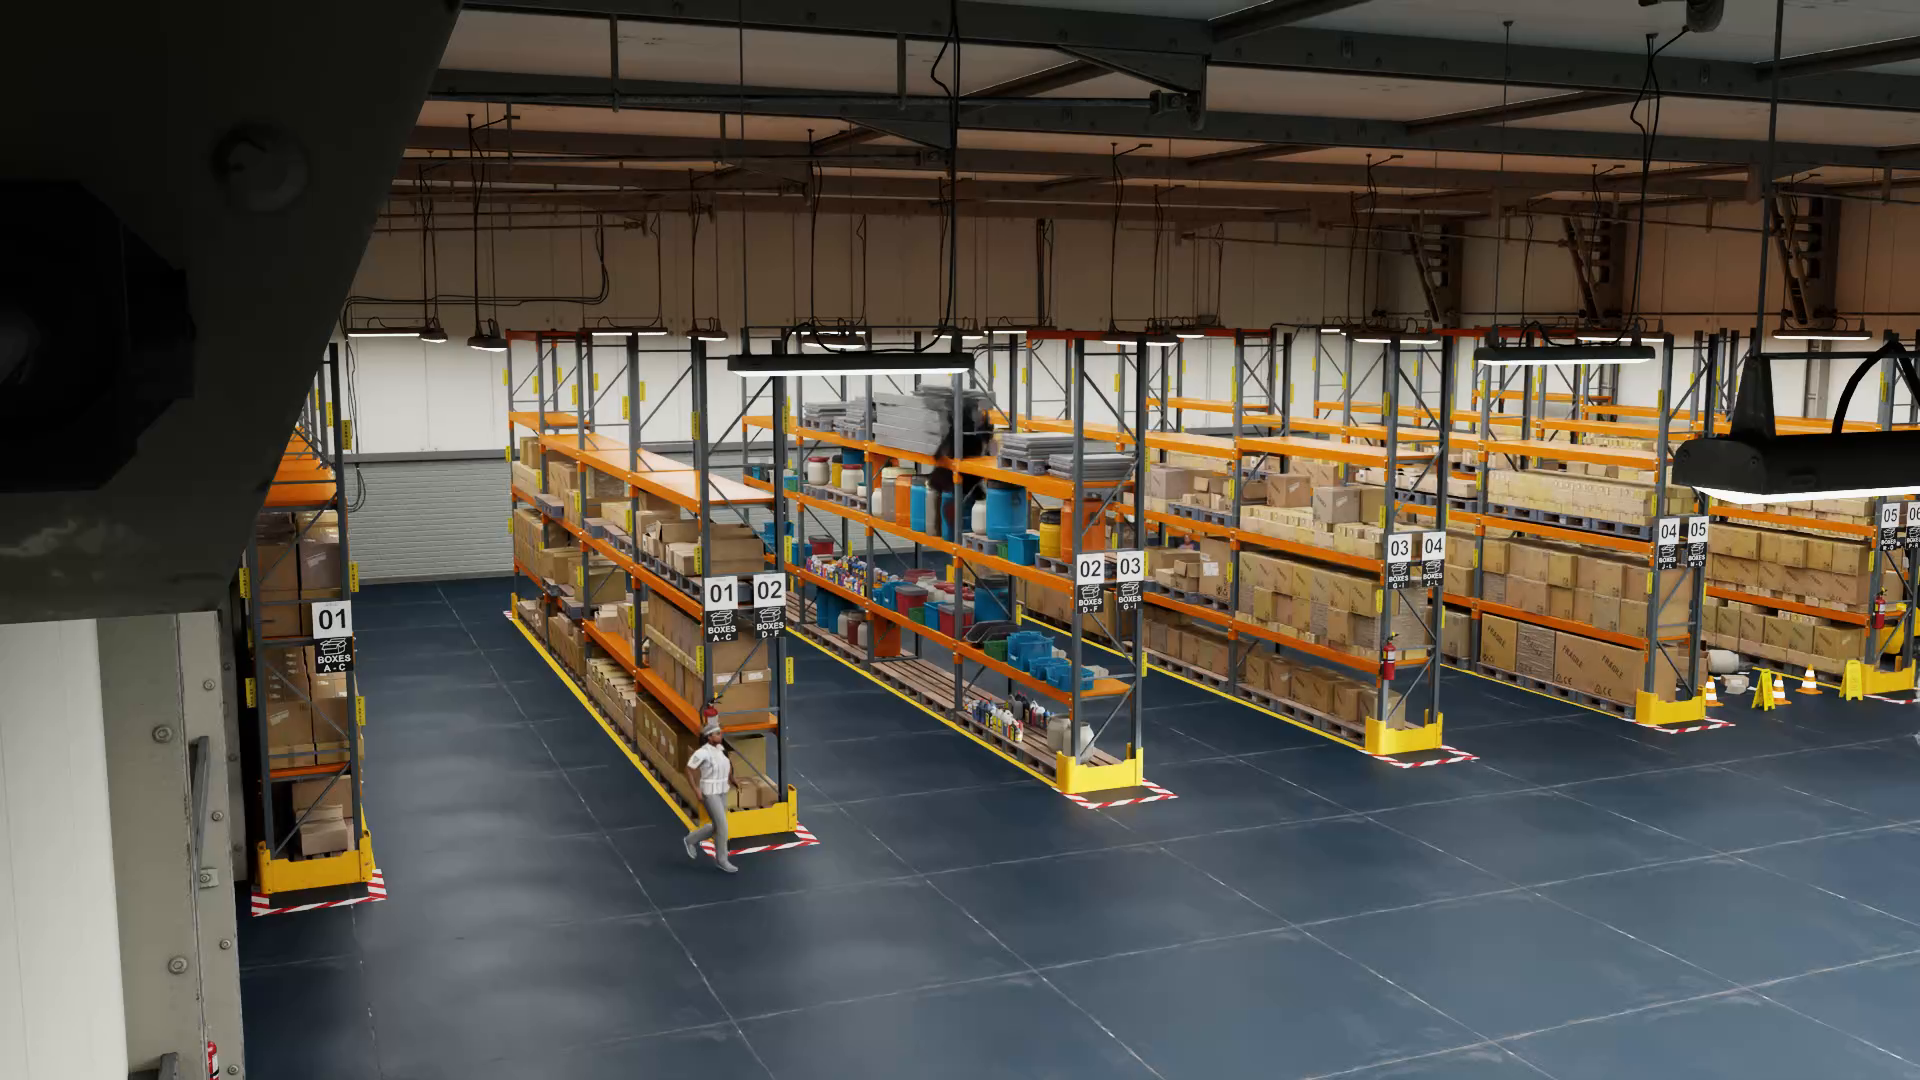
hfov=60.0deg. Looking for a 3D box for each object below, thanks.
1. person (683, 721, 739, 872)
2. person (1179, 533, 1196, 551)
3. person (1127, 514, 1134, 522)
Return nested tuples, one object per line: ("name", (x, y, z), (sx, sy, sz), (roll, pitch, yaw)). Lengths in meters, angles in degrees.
("person", (-2.832, 2.927, 19.135), (0.760, 1.684, 0.621), (4, 9, 25))
("person", (4.953, 0.657, 36.076), (0.546, 1.609, 0.690), (-2, 8, -17))
("person", (4.351, -0.212, 41.570), (0.935, 1.799, 0.694), (-3, 9, -24))
